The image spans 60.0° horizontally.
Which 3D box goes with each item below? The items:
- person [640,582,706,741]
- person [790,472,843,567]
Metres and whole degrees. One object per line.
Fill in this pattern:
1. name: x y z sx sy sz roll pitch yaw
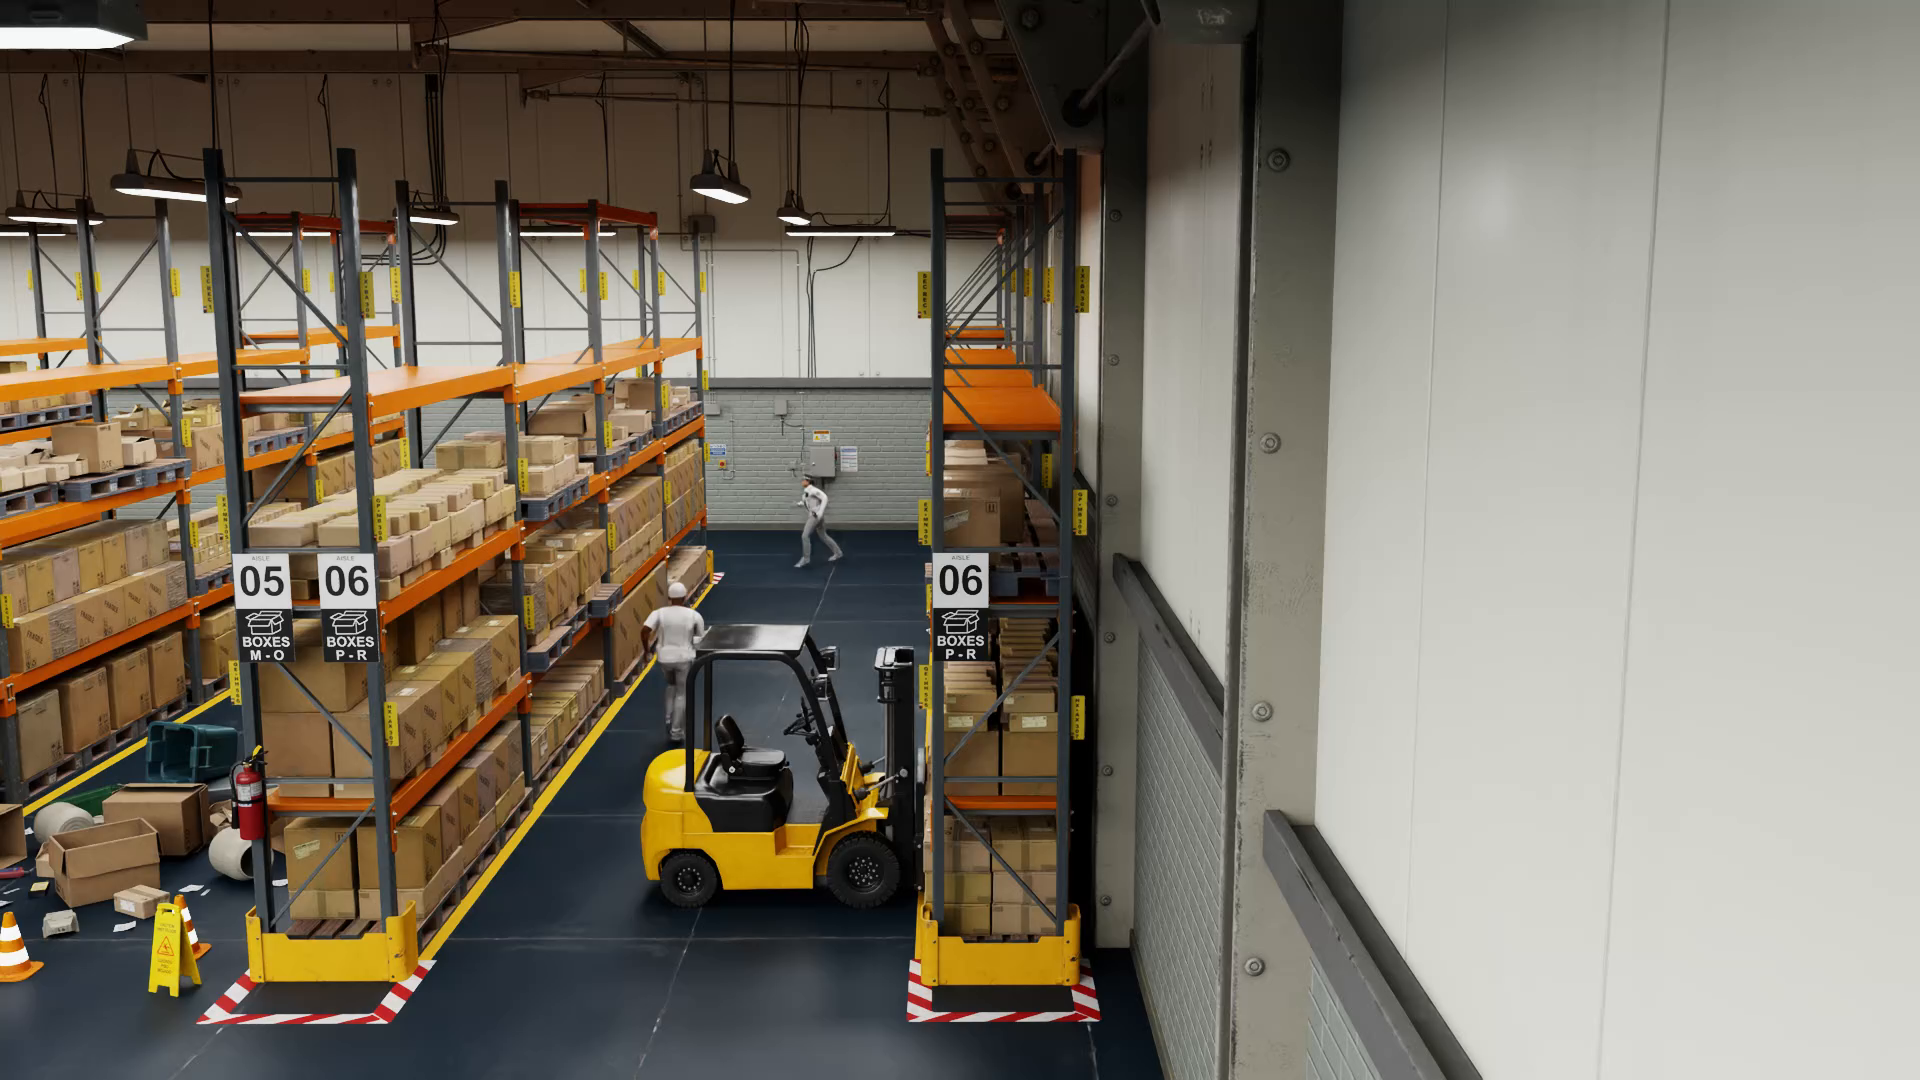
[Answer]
1. person: -3.158 1.354 18.520 0.673 1.785 0.805 0 9 3
2. person: -2.550 -0.372 29.601 0.936 1.668 0.602 -1 9 -8
